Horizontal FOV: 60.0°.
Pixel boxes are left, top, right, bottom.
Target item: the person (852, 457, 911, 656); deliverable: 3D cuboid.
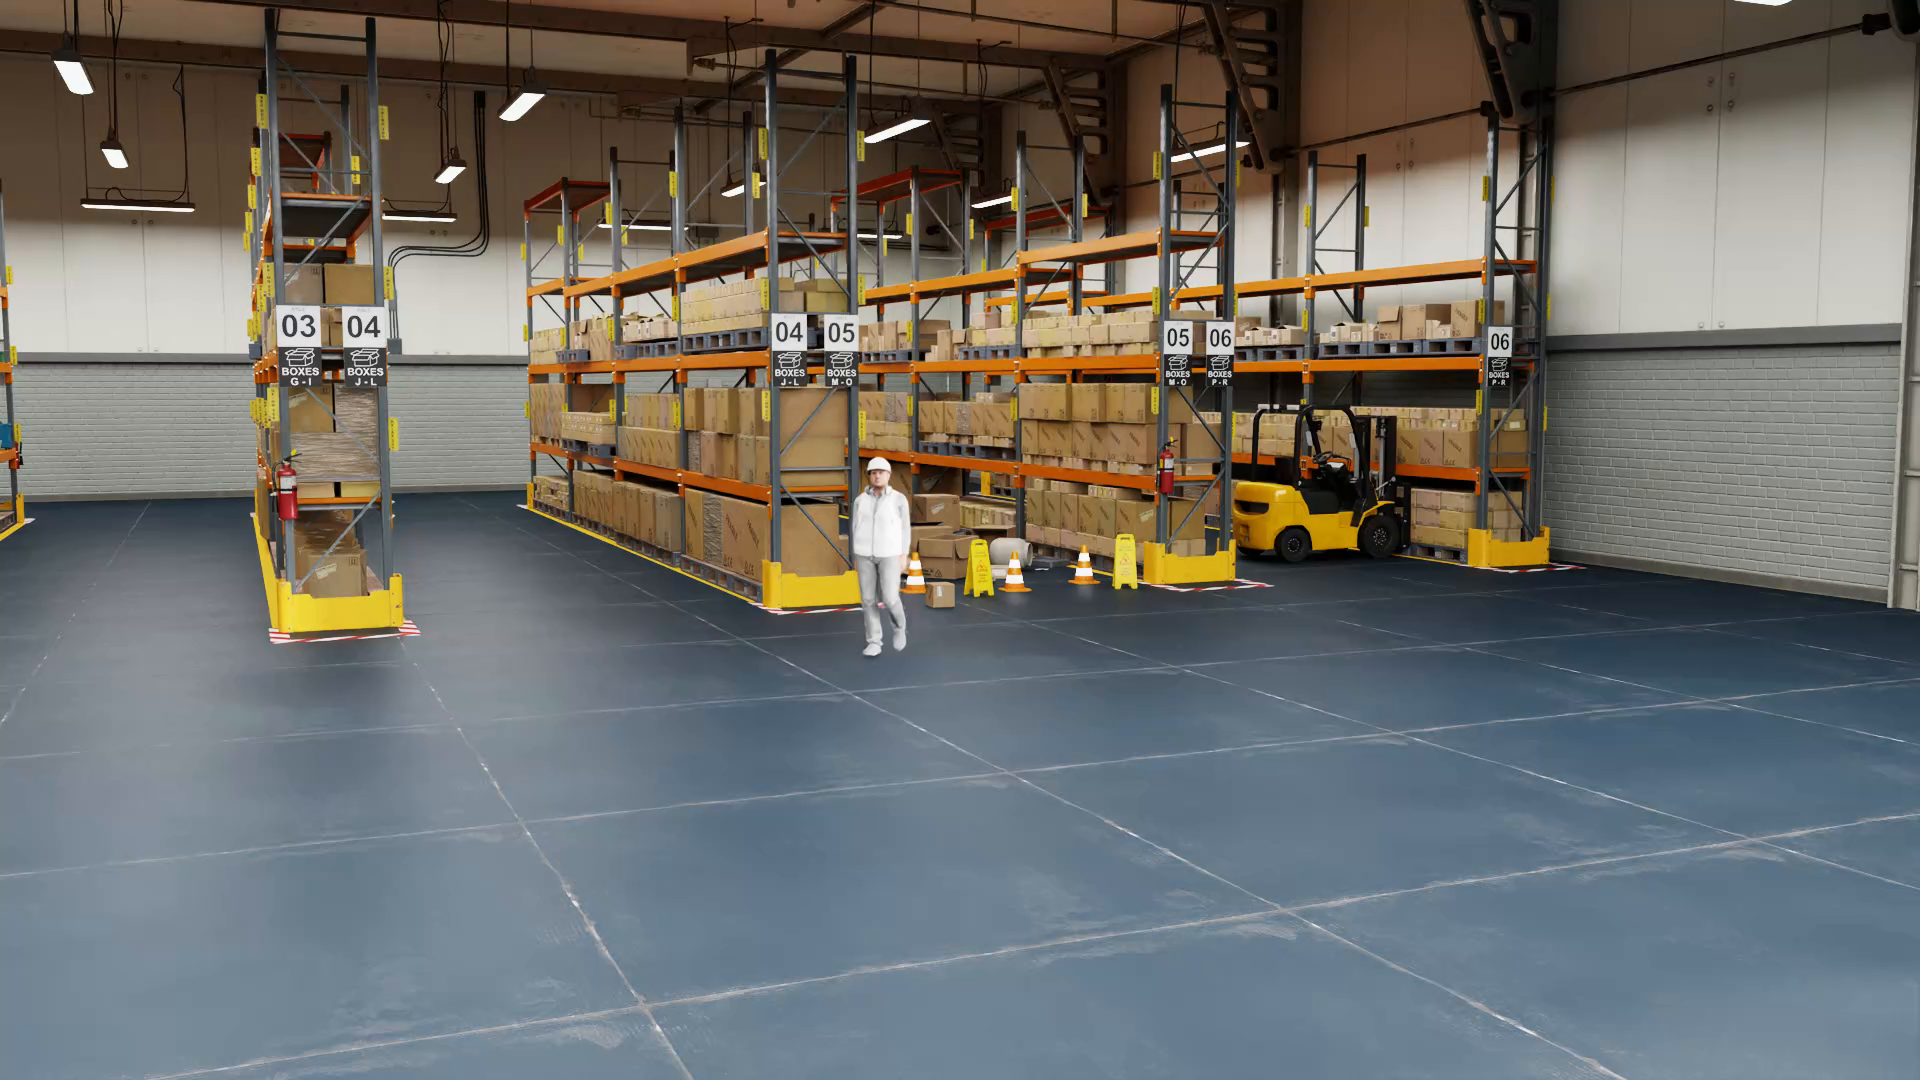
[{"bbox_3d":[-0.710,0.138,14.883,0.534,1.763,0.493,1,6,15],"label":"person"}]
